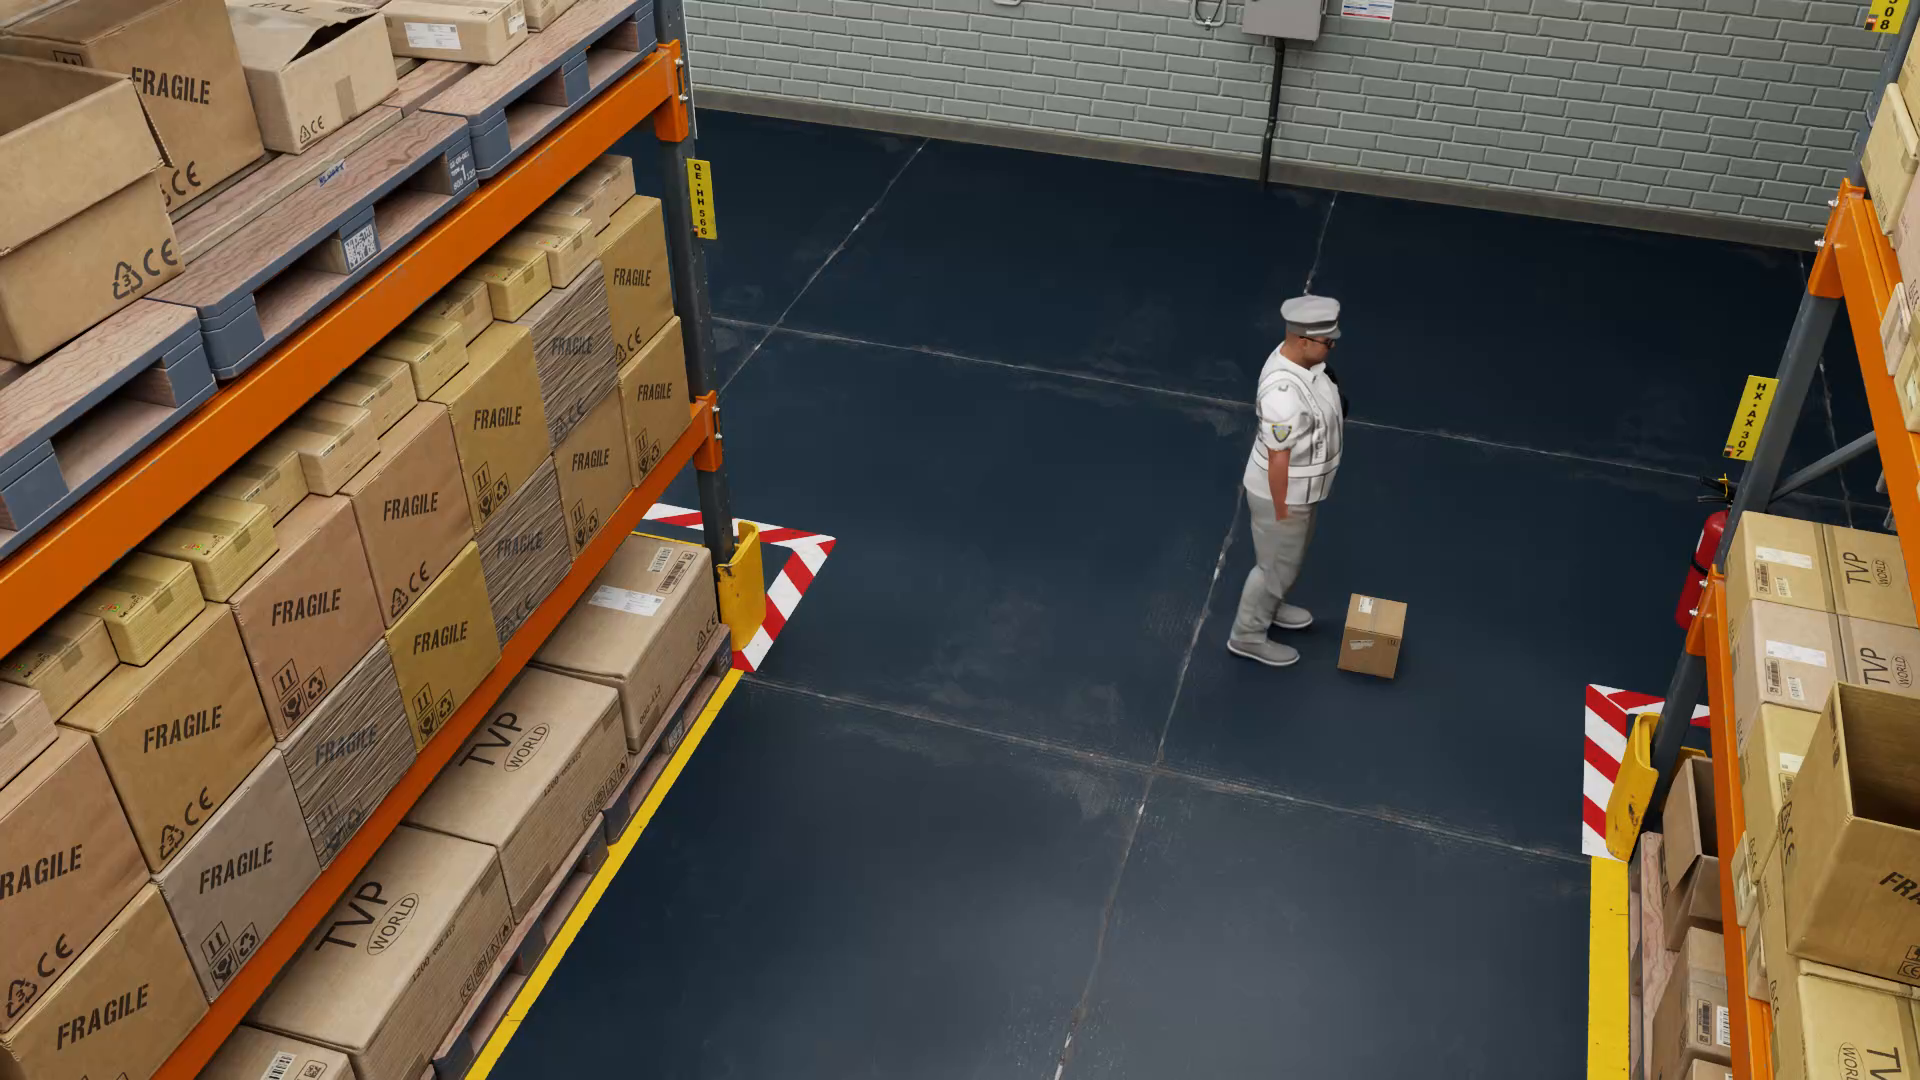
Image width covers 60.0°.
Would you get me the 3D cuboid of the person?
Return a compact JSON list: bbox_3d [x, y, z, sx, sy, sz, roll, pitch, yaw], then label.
[{"bbox_3d":[1.439,-0.257,7.241,0.393,1.743,0.529,11,38,15],"label":"person"}]
